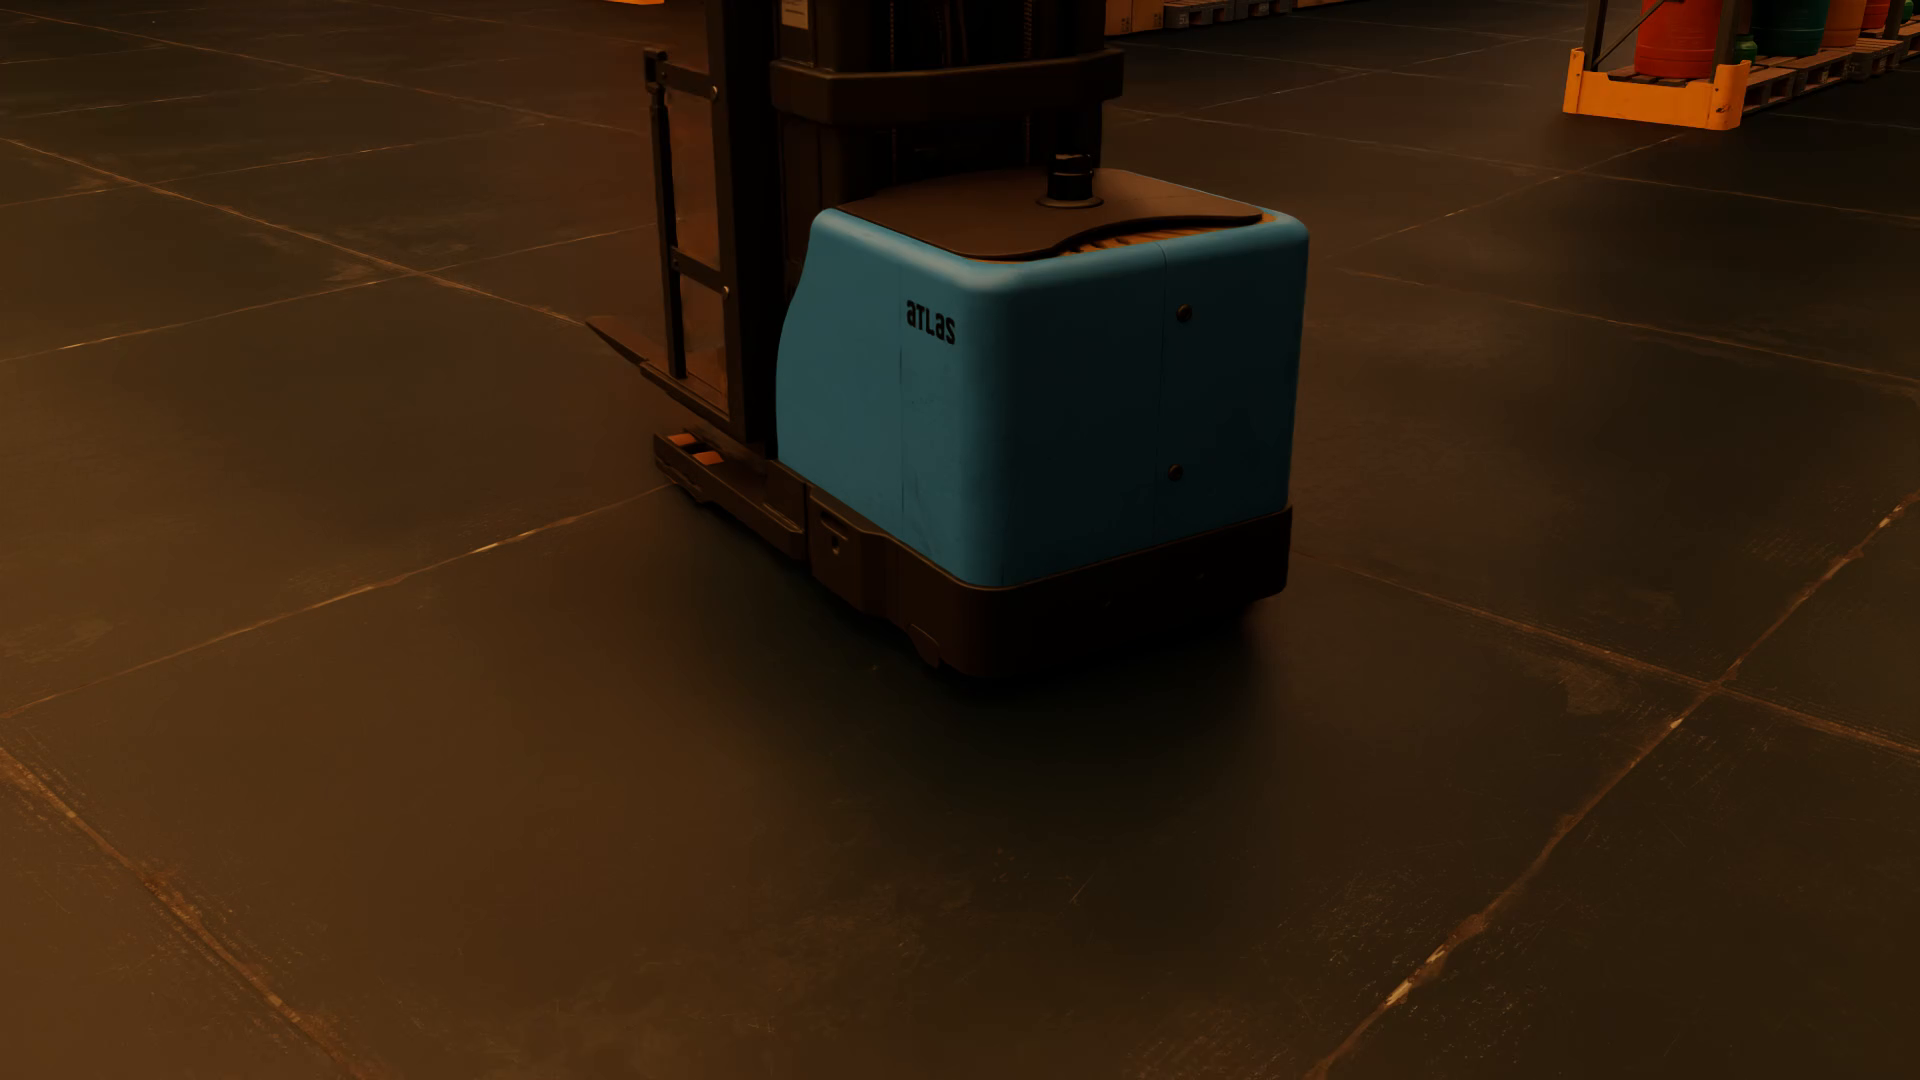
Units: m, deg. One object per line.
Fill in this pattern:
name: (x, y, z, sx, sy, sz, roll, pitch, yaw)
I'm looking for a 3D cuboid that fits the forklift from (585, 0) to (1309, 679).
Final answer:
forklift: (-0.333, -1.548, 4.857, 1.130, 2.935, 3.031, -15, 28, -30)
